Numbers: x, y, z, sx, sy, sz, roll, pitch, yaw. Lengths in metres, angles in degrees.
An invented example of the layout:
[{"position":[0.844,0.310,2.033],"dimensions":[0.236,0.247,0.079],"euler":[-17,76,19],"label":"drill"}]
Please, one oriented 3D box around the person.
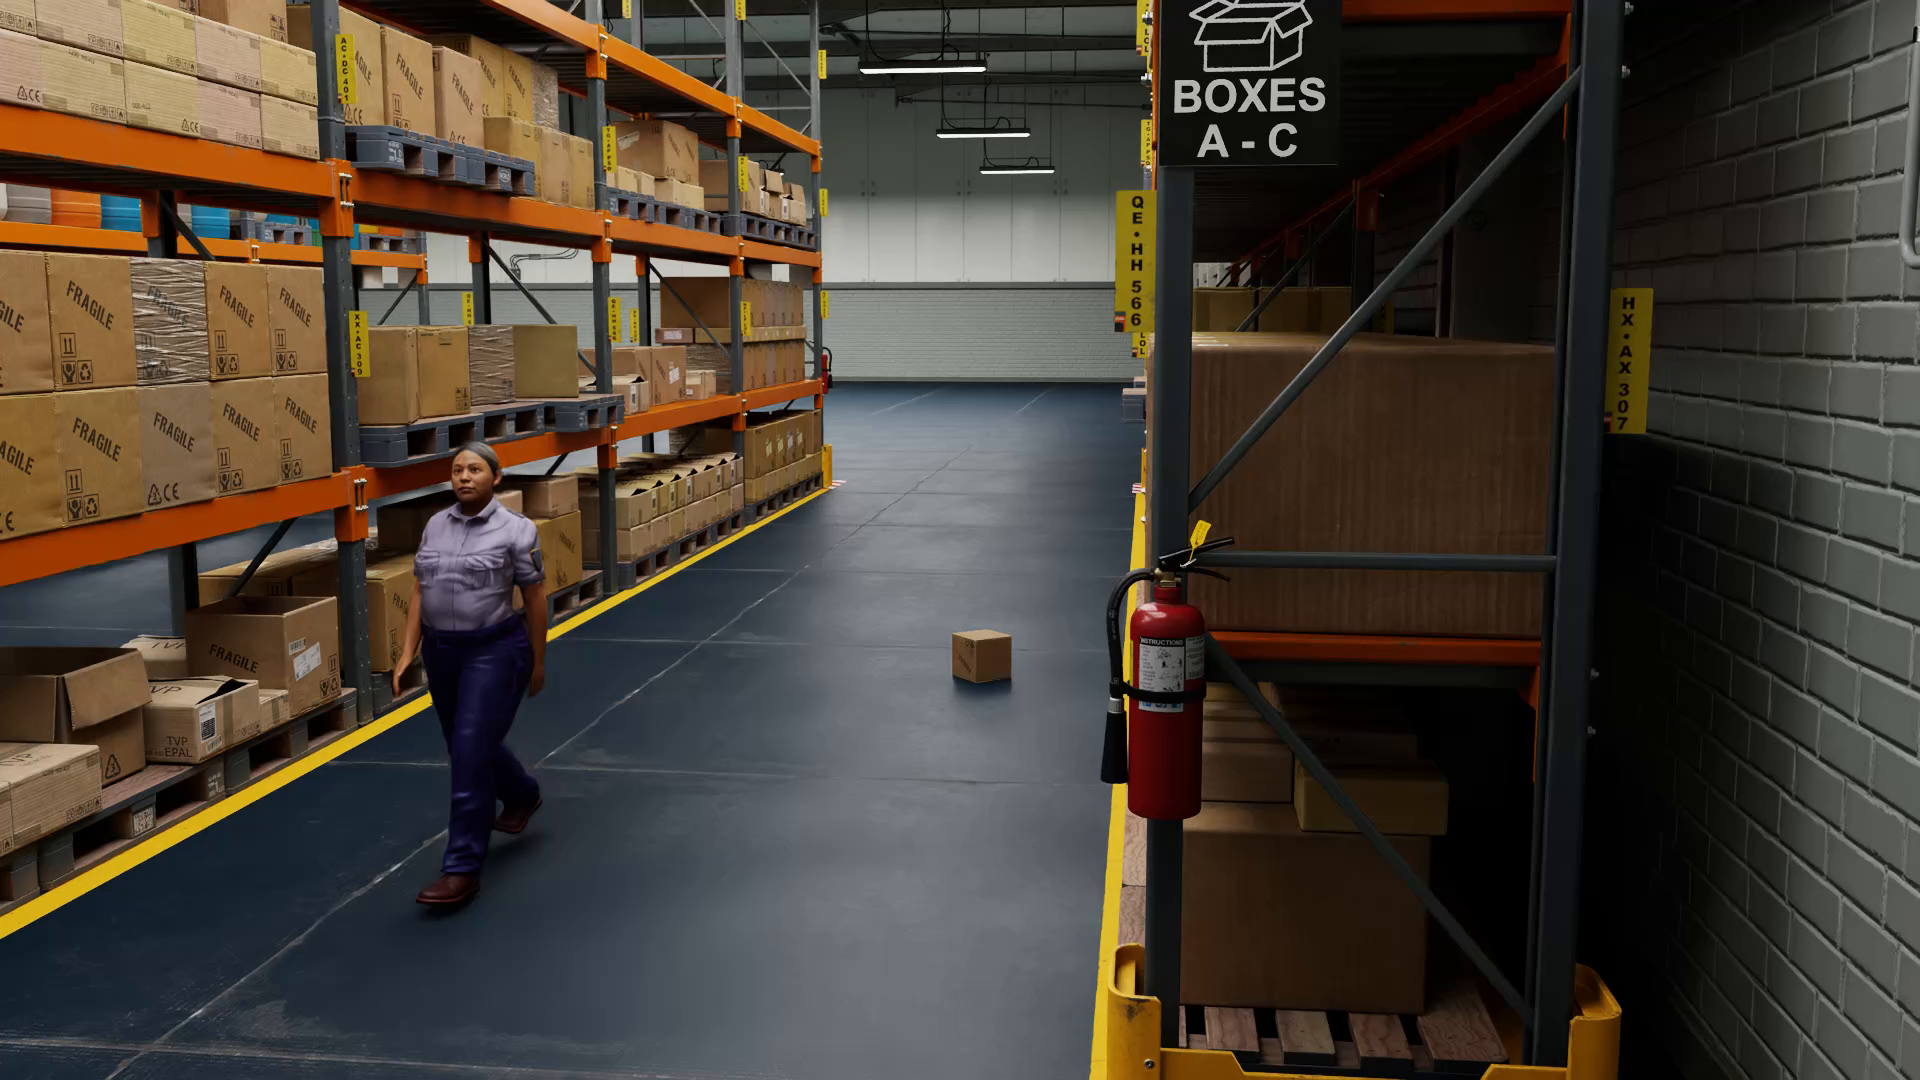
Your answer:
[{"position":[-1.792,0.436,6.127],"dimensions":[0.472,1.595,0.977],"euler":[3,8,20],"label":"person"}]
